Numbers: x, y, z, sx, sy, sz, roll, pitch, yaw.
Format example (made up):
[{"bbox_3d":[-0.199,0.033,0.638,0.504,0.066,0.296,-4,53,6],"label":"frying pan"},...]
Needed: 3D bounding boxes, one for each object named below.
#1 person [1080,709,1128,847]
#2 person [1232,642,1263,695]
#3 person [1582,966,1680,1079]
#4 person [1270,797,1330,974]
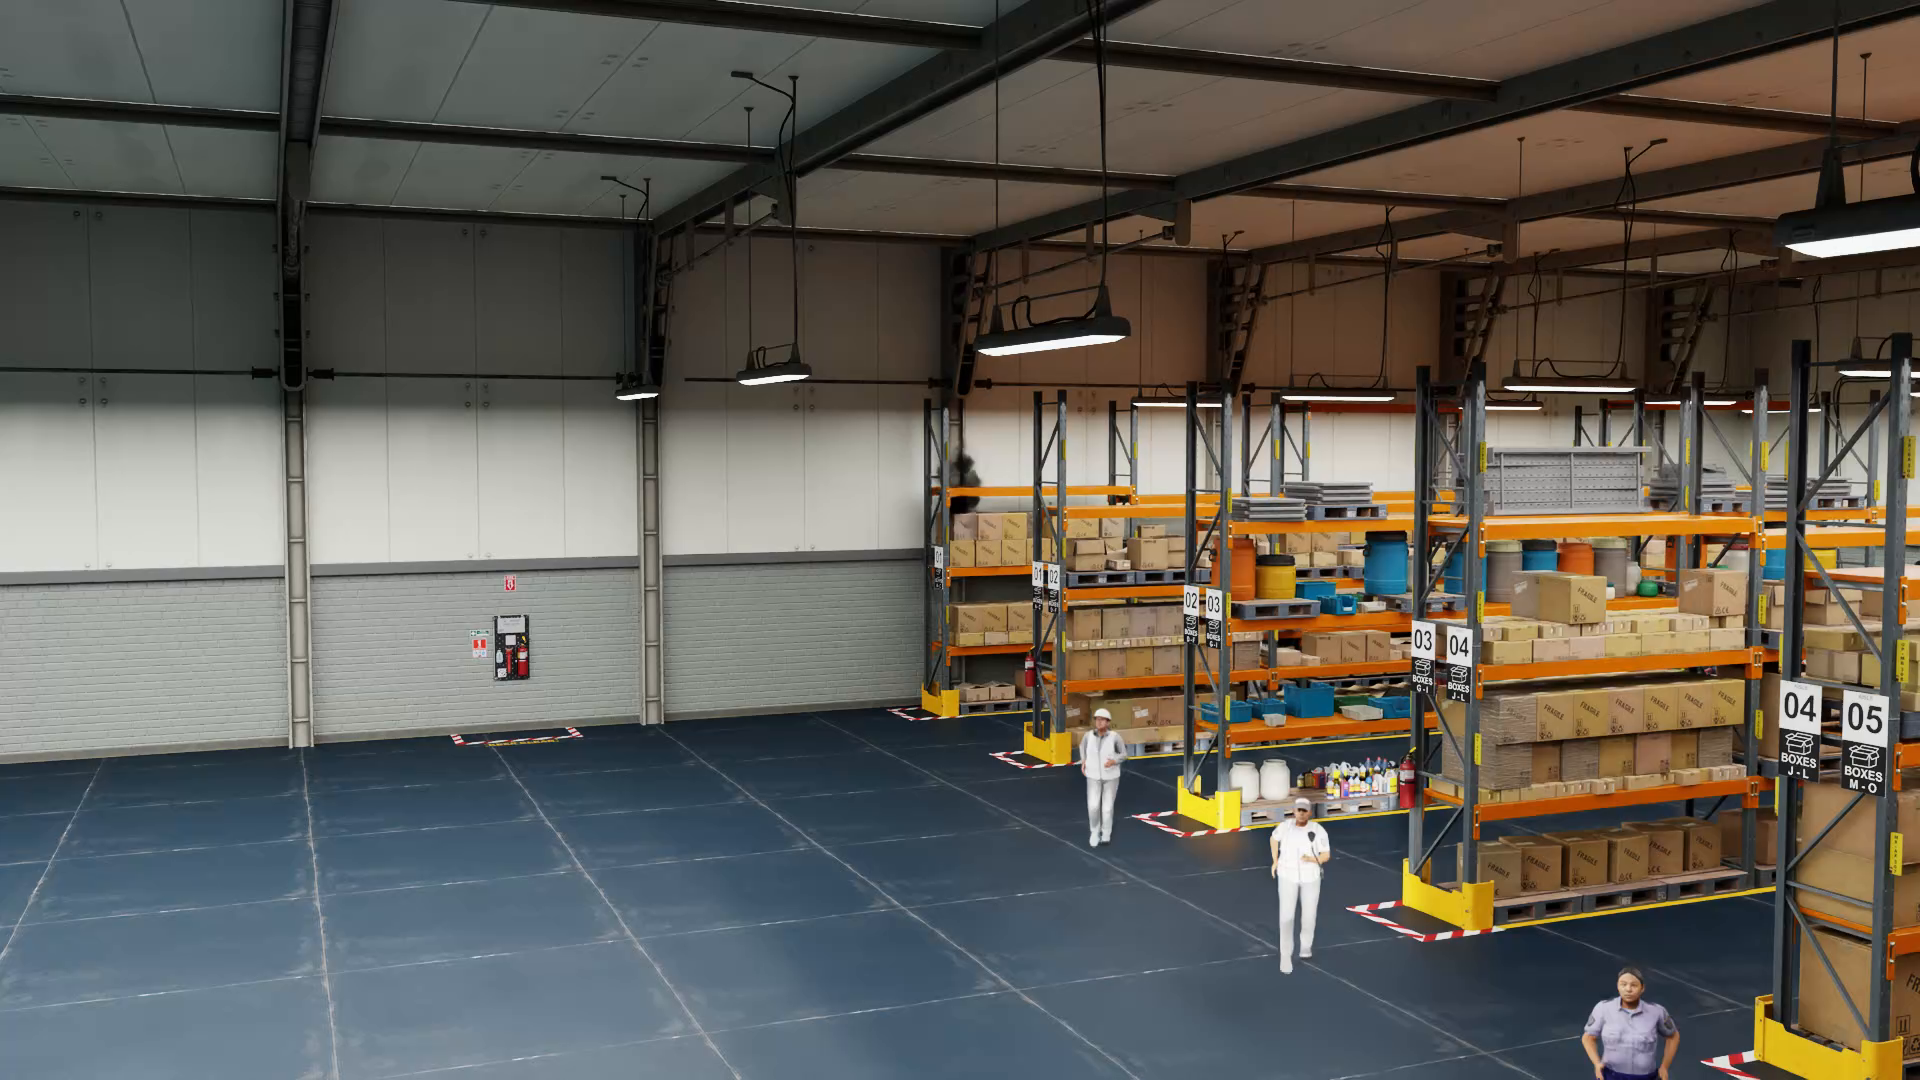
[{"bbox_3d":[1.815,3.041,21.241,0.650,1.781,0.656,1,3,12],"label":"person"},{"bbox_3d":[5.343,2.453,30.867,0.701,1.785,0.641,-2,4,-35],"label":"person"},{"bbox_3d":[4.544,3.703,11.288,0.615,1.645,0.823,1,4,24],"label":"person"},{"bbox_3d":[3.340,3.380,16.345,0.574,1.728,0.721,1,3,11],"label":"person"}]
